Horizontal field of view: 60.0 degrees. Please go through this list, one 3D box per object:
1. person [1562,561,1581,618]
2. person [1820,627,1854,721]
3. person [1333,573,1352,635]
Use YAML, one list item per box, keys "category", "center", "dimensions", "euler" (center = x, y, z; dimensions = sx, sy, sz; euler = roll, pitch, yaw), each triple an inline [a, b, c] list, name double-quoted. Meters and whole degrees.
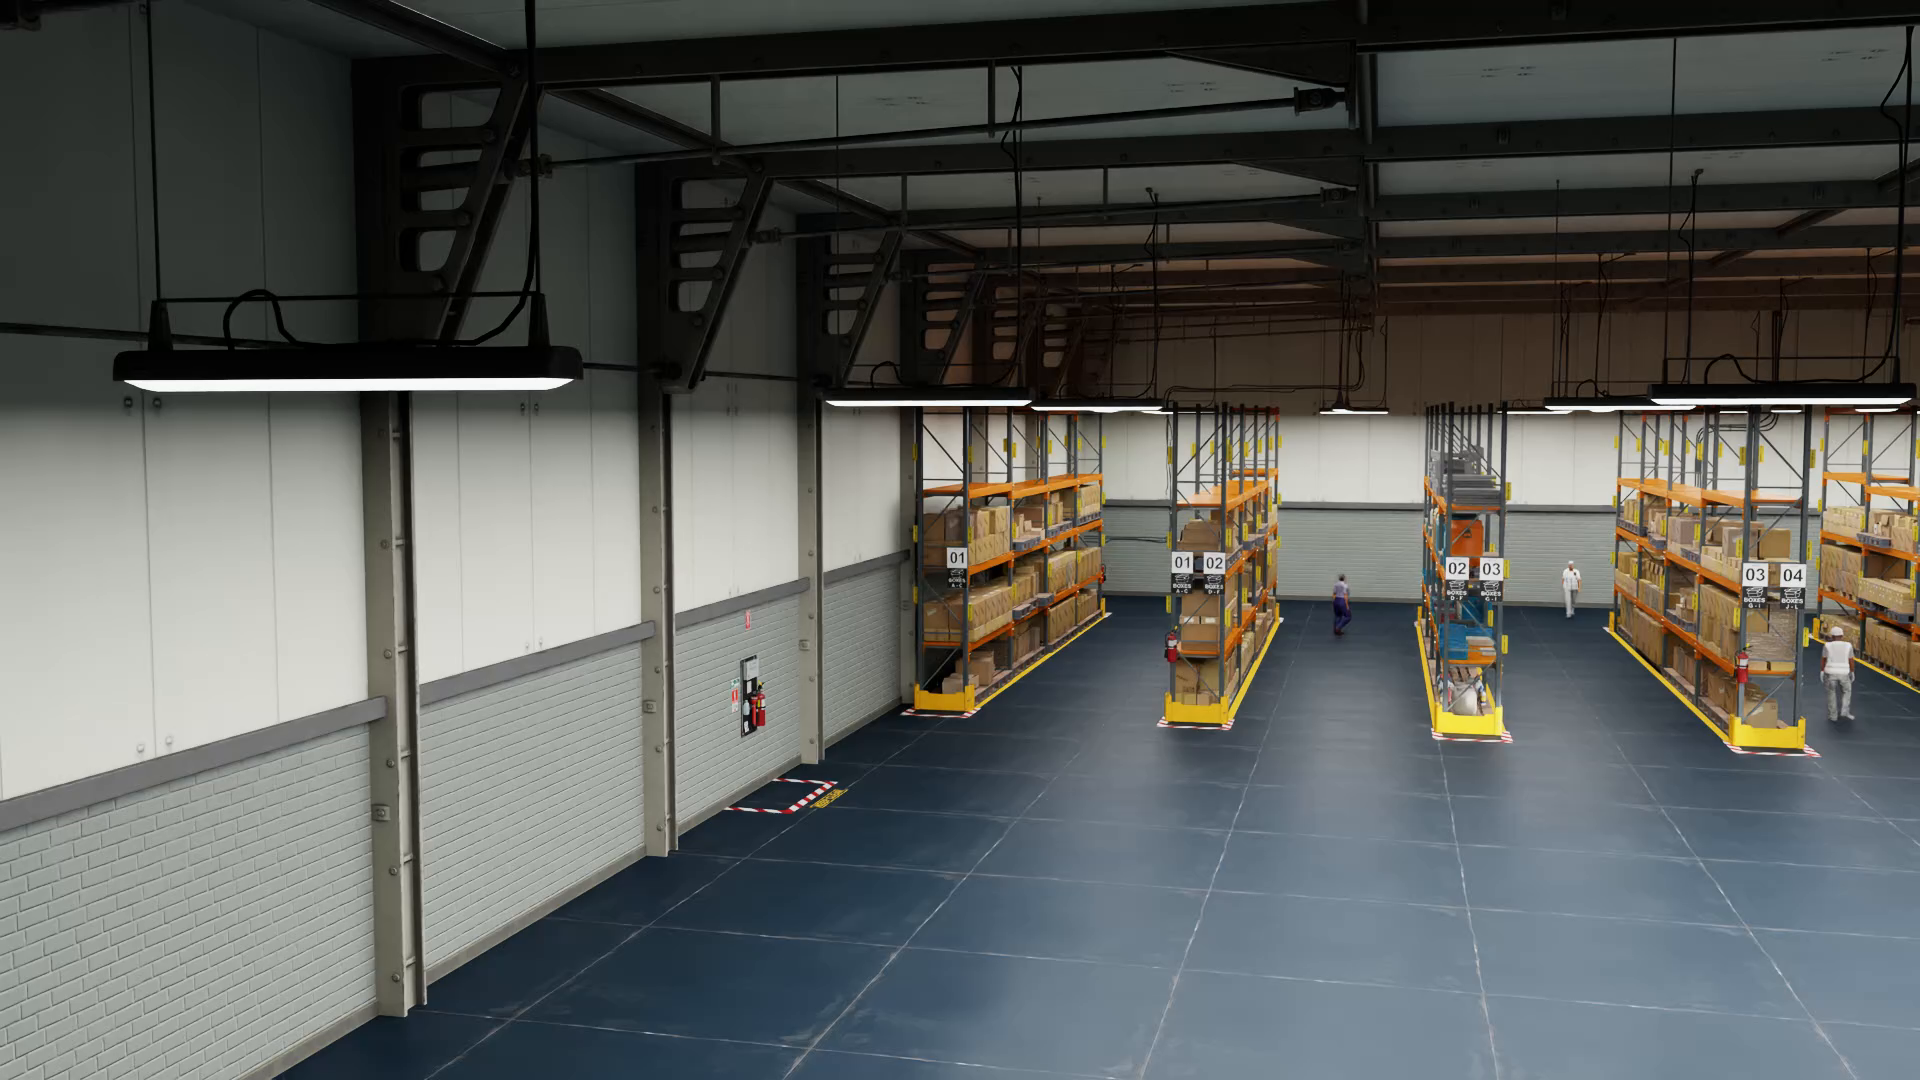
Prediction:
- category: "person"
  center: [17.487, 1.394, 47.540]
  dimensions: [0.486, 1.604, 1.022]
  euler: [1, 4, 13]
- category: "person"
  center: [16.525, 2.526, 31.315]
  dimensions: [0.585, 1.785, 0.551]
  euler: [1, 4, 19]
- category: "person"
  center: [9.915, 1.694, 43.424]
  dimensions: [0.511, 1.643, 0.522]
  euler: [-2, 5, -28]
